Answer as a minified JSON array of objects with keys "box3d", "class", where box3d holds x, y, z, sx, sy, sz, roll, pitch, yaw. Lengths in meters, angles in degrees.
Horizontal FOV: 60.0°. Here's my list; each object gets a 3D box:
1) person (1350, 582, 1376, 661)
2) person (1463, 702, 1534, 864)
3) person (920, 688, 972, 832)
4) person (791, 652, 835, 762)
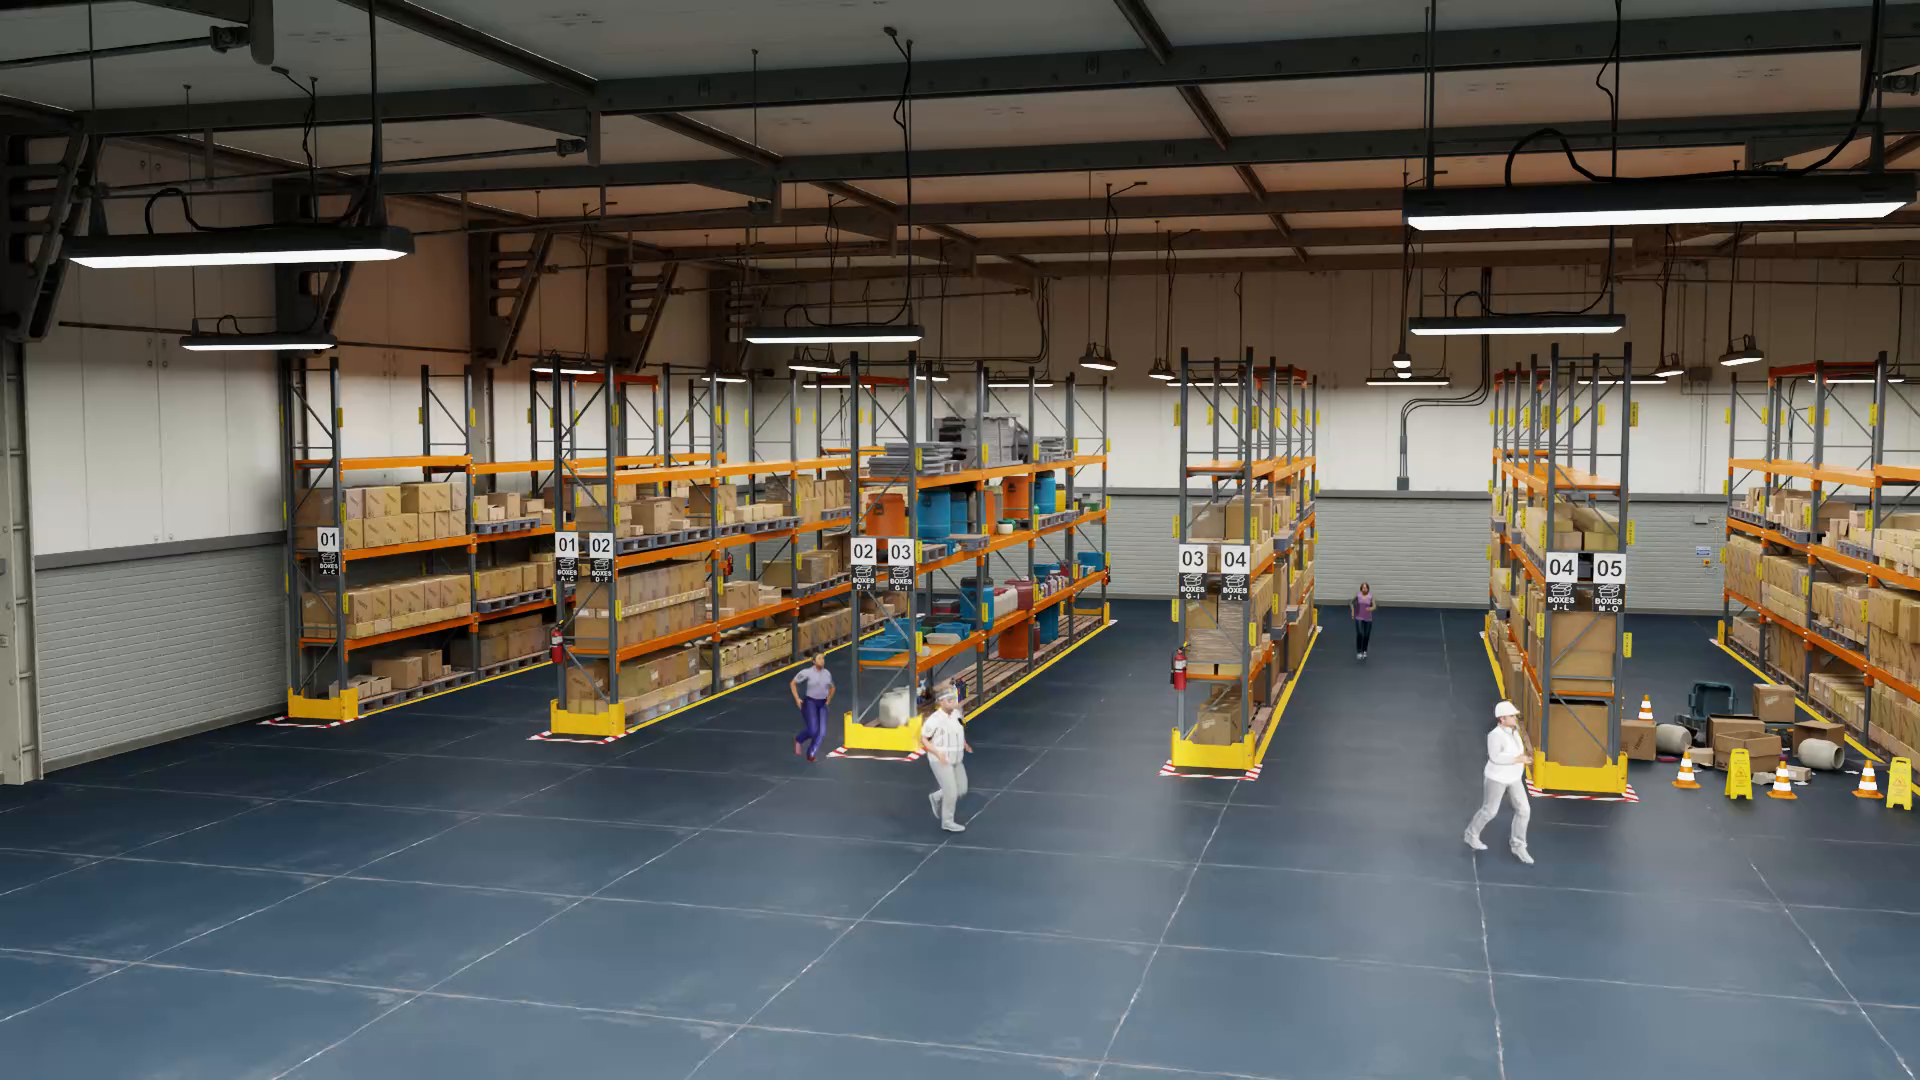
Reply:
[{"box3d":[8.325,1.684,34.328,0.503,1.627,0.691,1,4,7],"class":"person"},{"box3d":[6.128,2.728,18.869,0.587,1.820,0.843,-3,5,-36],"class":"person"},{"box3d":[-0.191,2.648,20.208,0.664,1.740,0.656,4,6,43],"class":"person"},{"box3d":[-2.091,2.439,24.296,0.656,1.571,0.506,-3,5,-38],"class":"person"}]
